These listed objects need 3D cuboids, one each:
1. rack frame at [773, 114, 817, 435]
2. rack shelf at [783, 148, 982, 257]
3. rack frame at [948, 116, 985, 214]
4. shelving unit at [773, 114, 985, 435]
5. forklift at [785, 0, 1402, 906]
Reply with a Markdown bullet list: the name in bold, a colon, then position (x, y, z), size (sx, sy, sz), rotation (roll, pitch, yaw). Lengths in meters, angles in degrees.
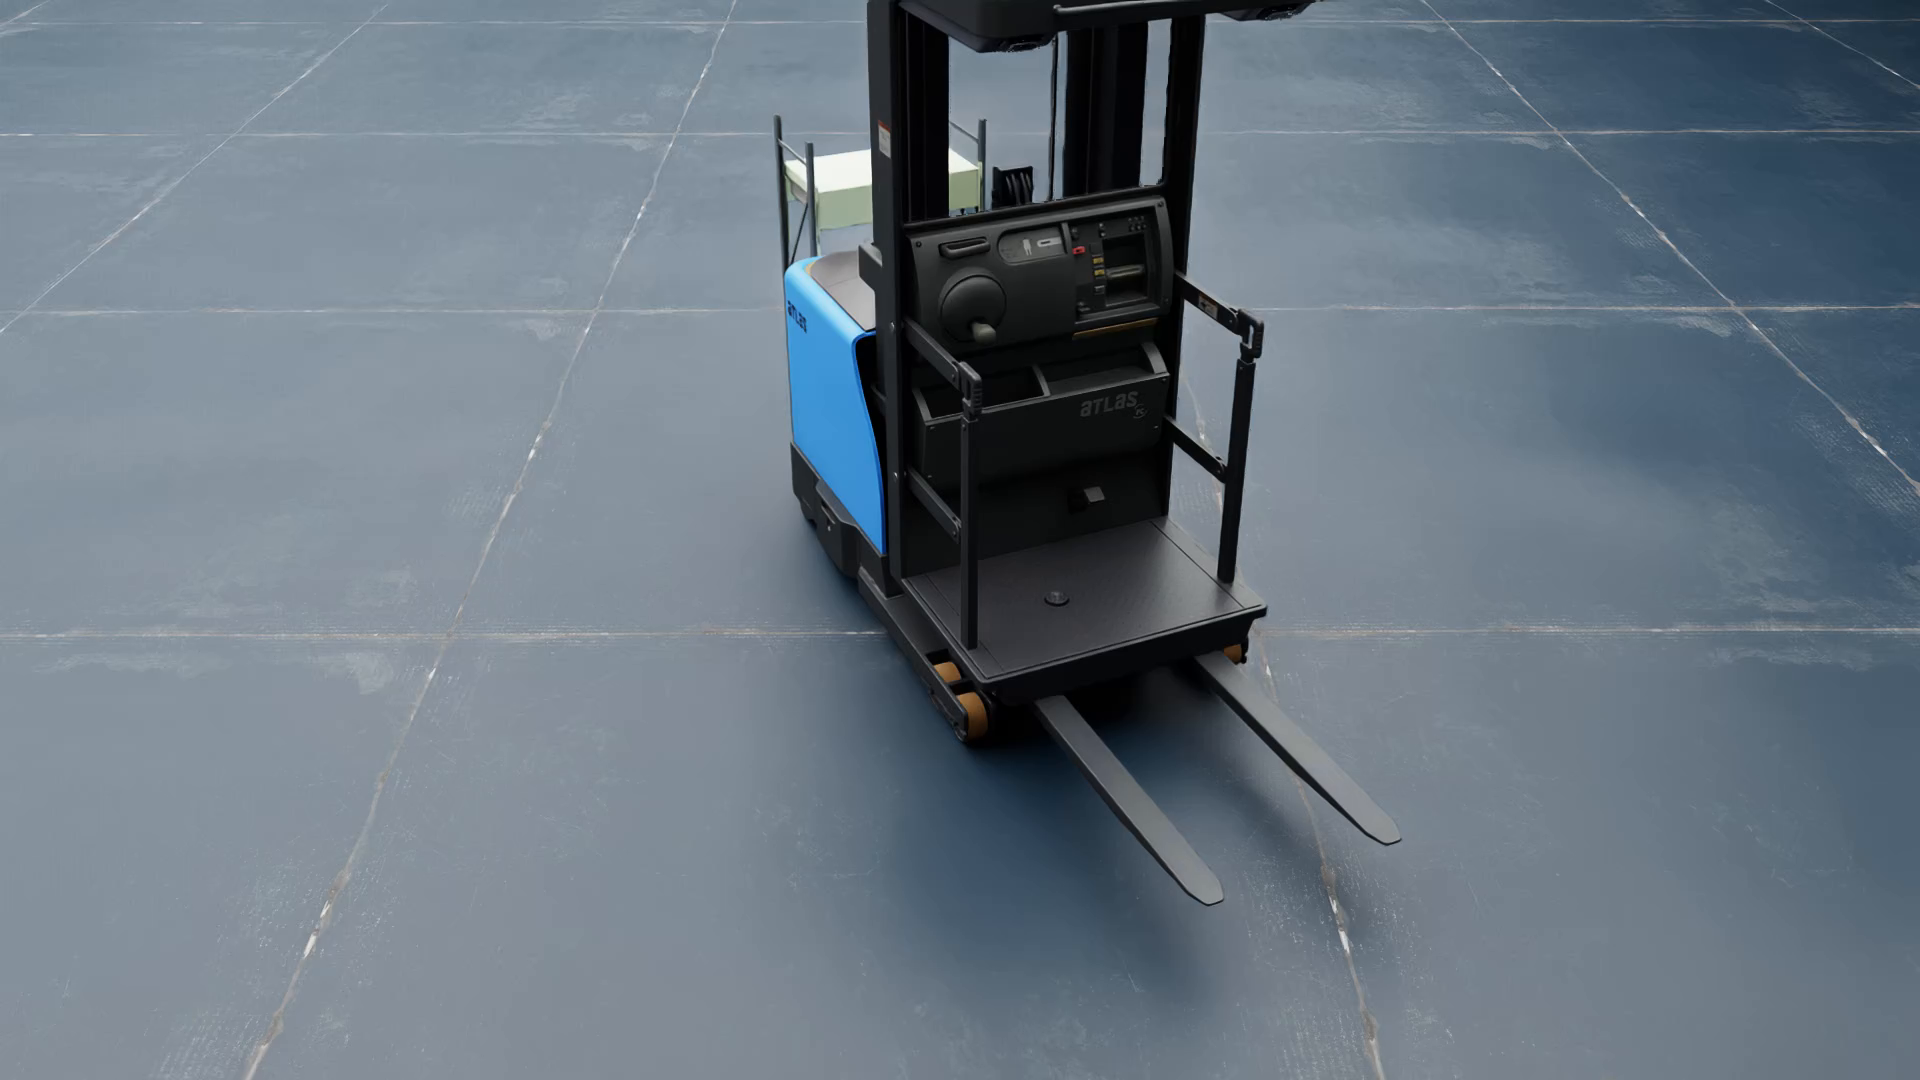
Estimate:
- **rack frame**: position (-0.656, -0.973, 6.908), size (0.023, 1.500, 0.400), rotation (-14, 34, -21)
- **rack shelf**: position (-0.324, -1.387, 6.838), size (0.720, 0.370, 0.431), rotation (-14, 34, -21)
- **rack frame**: position (0.008, -1.133, 7.172), size (0.023, 1.500, 0.400), rotation (-14, 34, -21)
- **shelving unit**: position (-0.324, -1.053, 7.040), size (0.755, 1.500, 0.431), rotation (-14, 34, -21)
- **forklift**: position (0.370, -0.829, 5.291), size (1.130, 2.935, 3.031), rotation (-13, 34, -21)
